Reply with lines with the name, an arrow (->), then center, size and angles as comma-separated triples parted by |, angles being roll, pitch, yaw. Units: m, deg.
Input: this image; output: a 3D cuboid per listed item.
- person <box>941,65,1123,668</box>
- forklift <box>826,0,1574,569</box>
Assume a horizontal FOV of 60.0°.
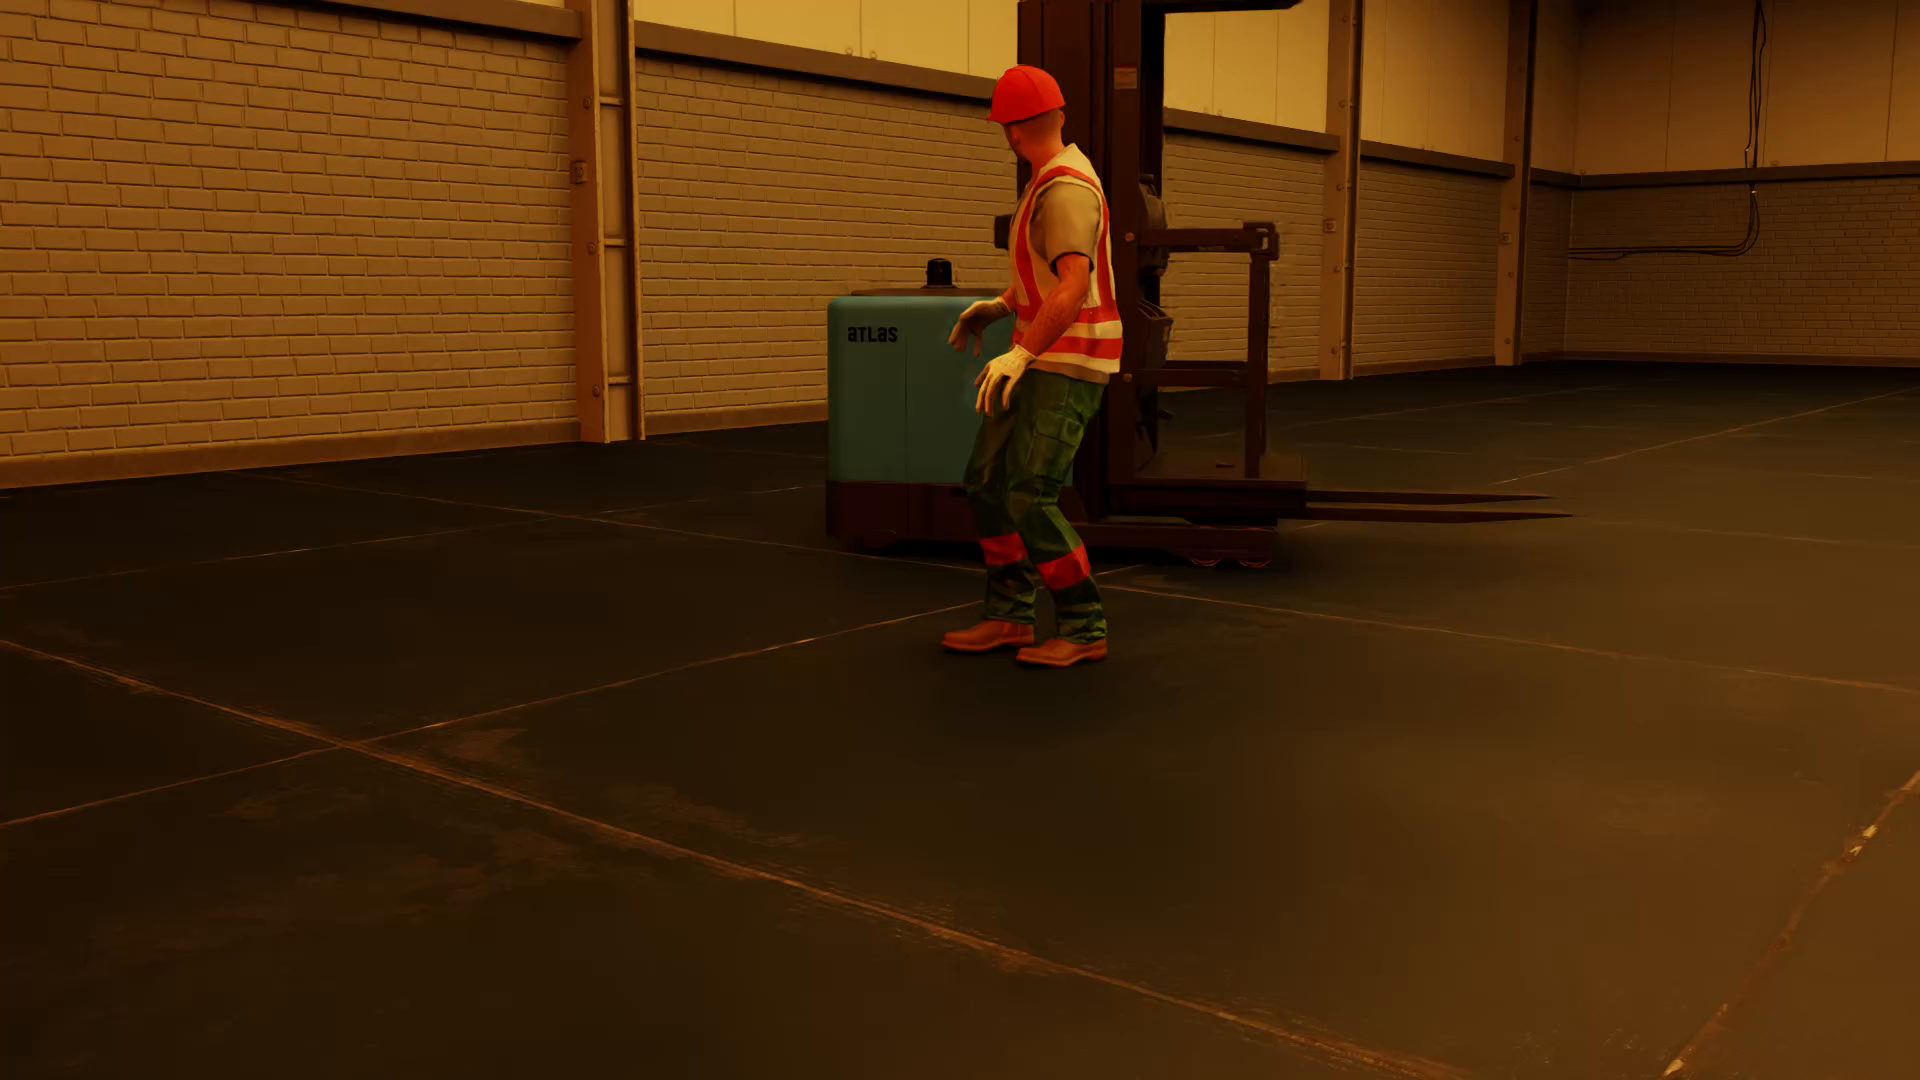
person -> 0.218, -0.496, 4.877 | 0.518, 1.732, 0.755 | -1, 8, -10
forklift -> 1.003, -1.420, 6.988 | 3.031, 2.935, 1.130 | 2, 8, 12
